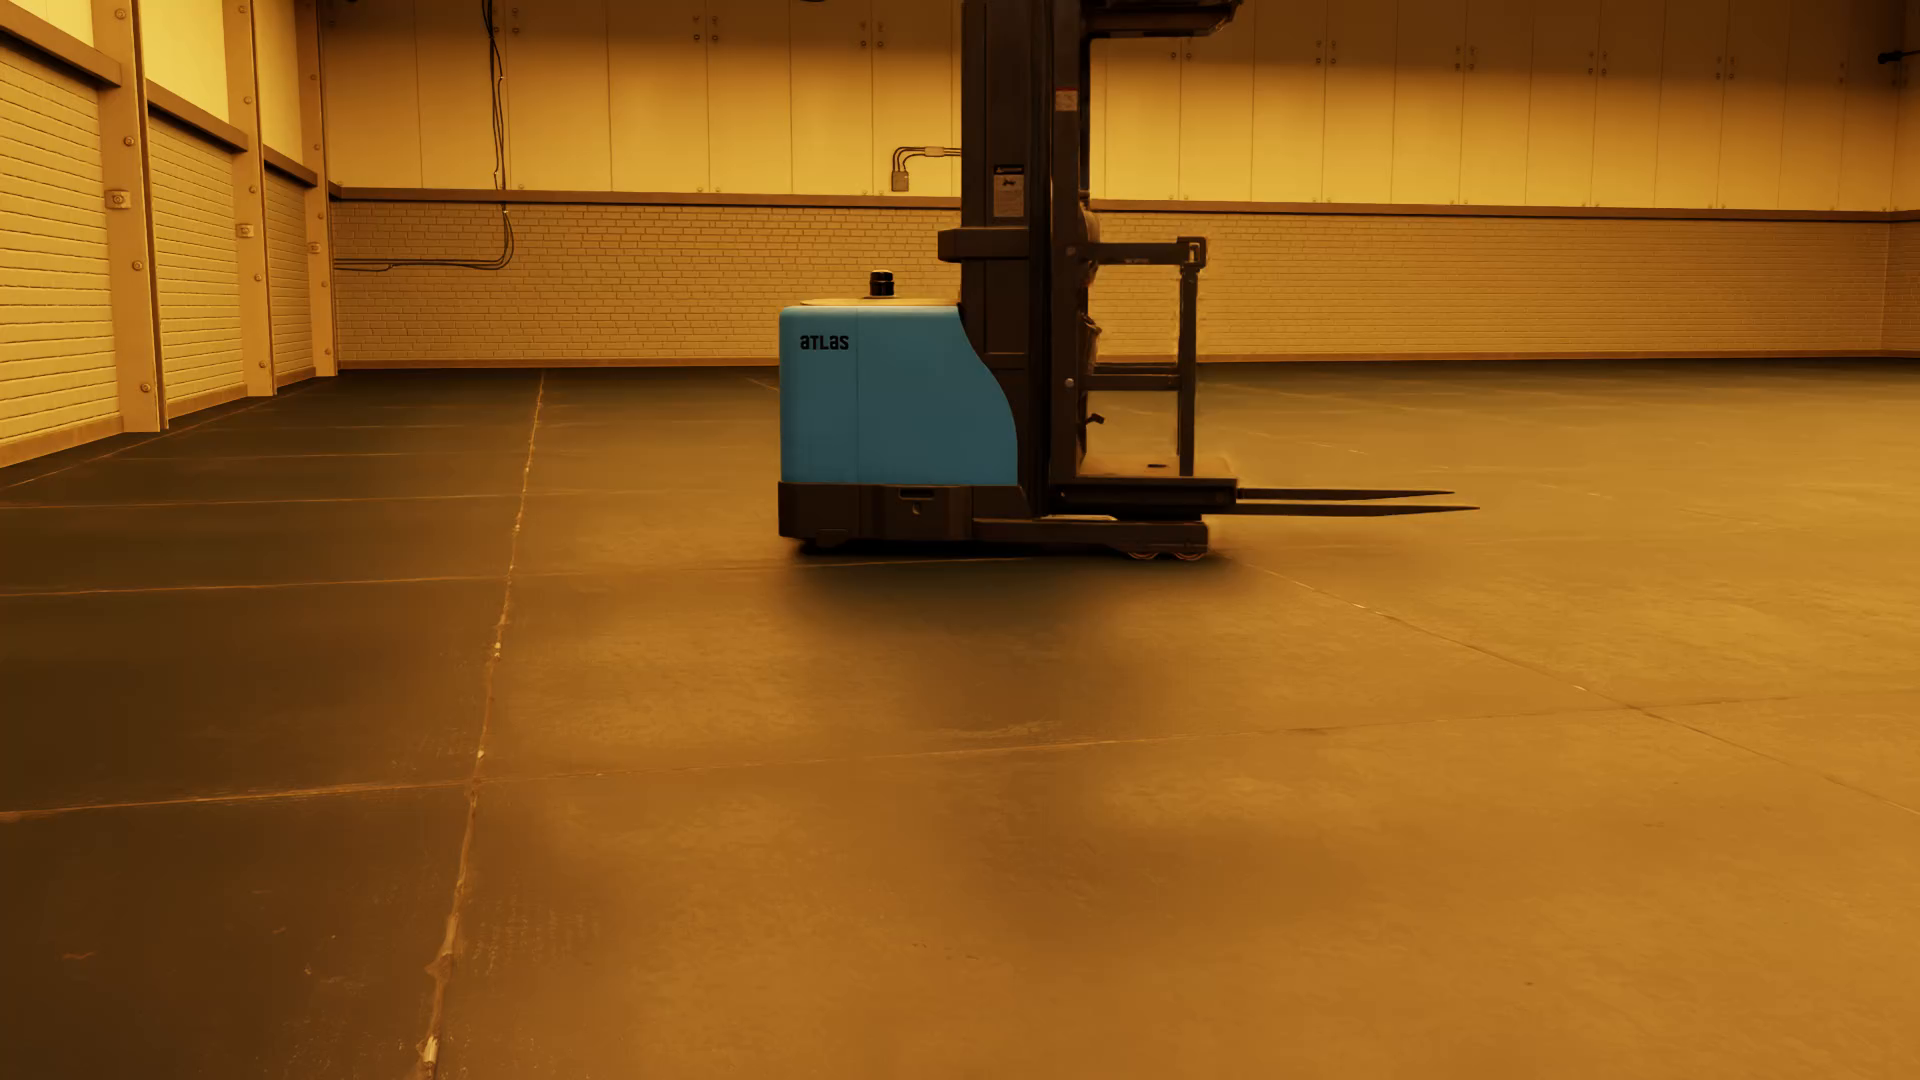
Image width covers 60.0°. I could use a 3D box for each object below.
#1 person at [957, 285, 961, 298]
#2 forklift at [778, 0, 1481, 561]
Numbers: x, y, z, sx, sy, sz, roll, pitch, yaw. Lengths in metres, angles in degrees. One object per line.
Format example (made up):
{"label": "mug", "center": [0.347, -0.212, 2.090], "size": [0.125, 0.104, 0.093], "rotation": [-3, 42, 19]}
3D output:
{"label": "person", "center": [0.132, -1.147, 10.294], "size": [0.471, 1.605, 0.903], "rotation": [-3, 8, -19]}
{"label": "forklift", "center": [0.754, -1.439, 7.412], "size": [3.031, 2.935, 1.130], "rotation": [1, 8, 7]}
